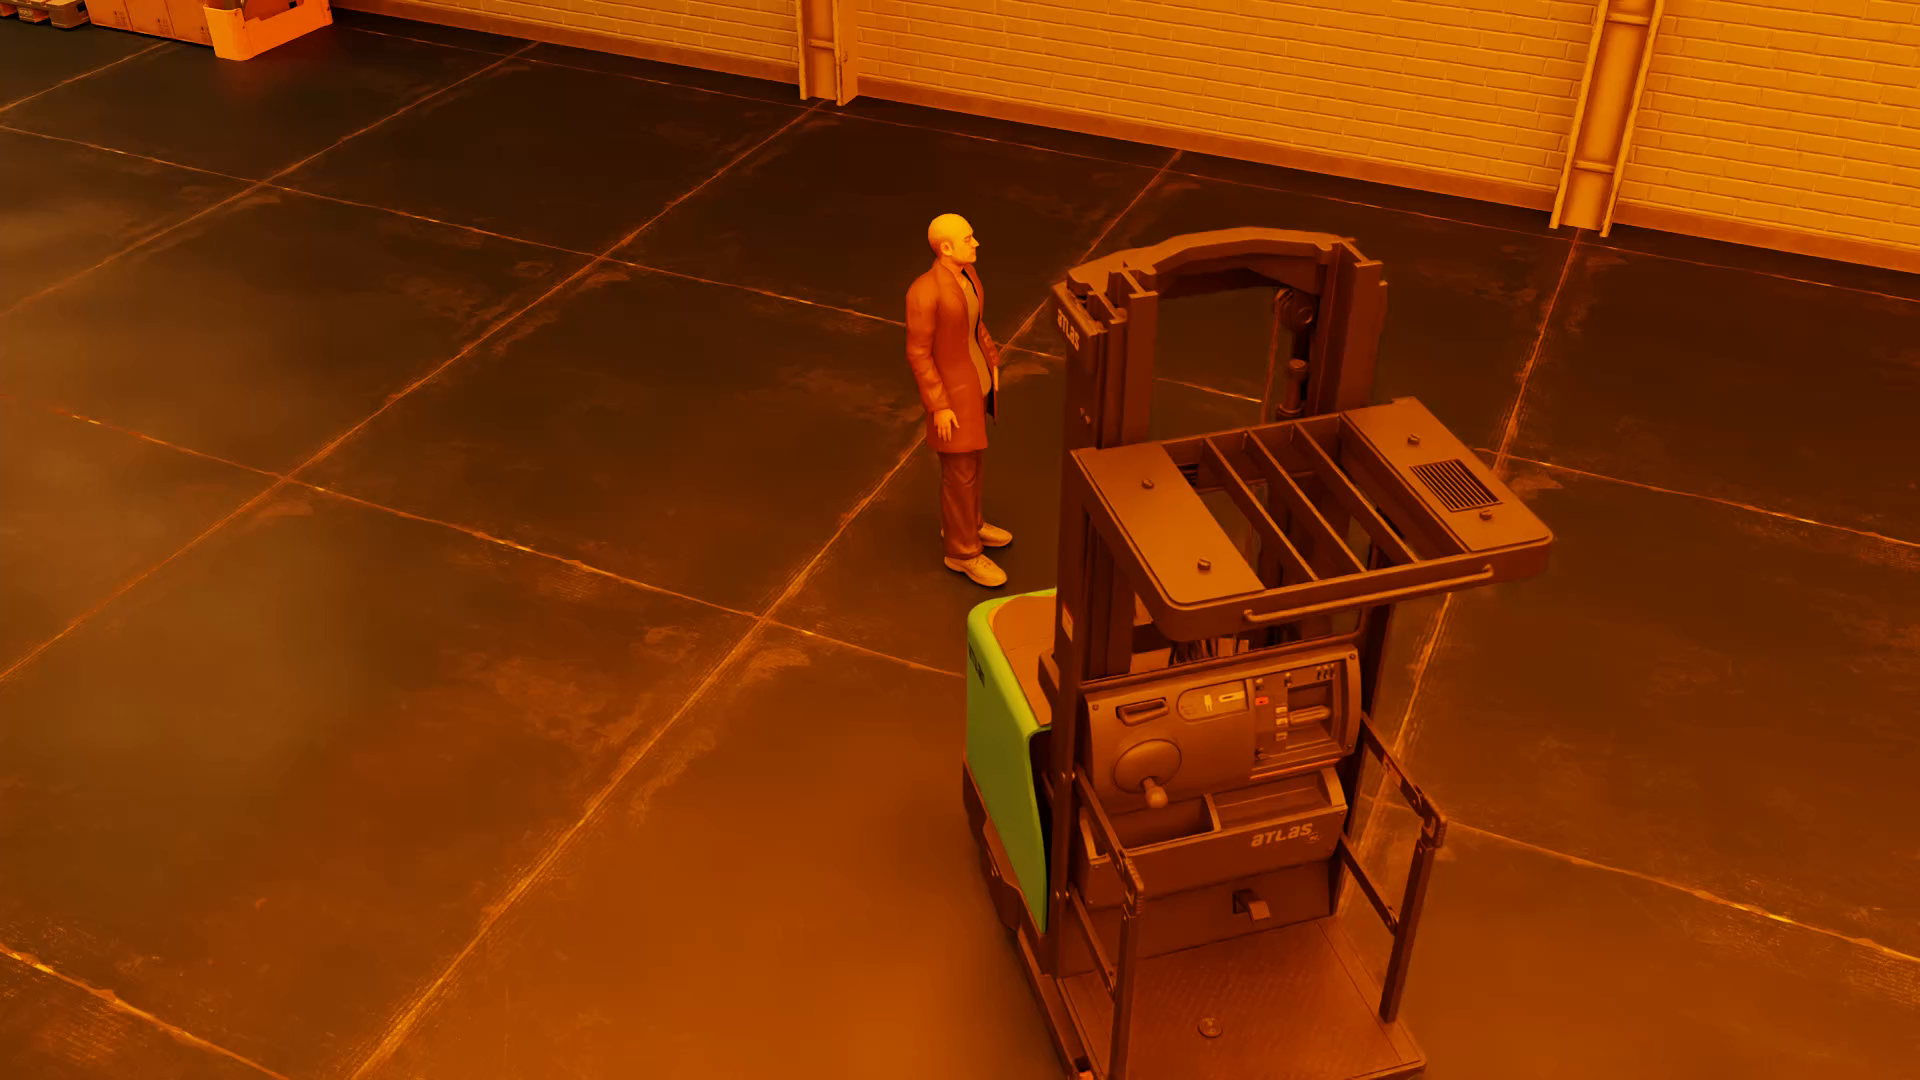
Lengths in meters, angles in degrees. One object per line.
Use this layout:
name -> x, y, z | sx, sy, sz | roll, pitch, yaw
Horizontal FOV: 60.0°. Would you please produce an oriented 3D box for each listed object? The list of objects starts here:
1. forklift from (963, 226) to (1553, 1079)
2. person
forklift -> 0.913, 0.666, 5.153 | 1.130, 2.935, 3.031 | -10, 37, -13
person -> 0.081, -0.705, 8.056 | 0.582, 1.776, 0.694 | 15, 38, 20
